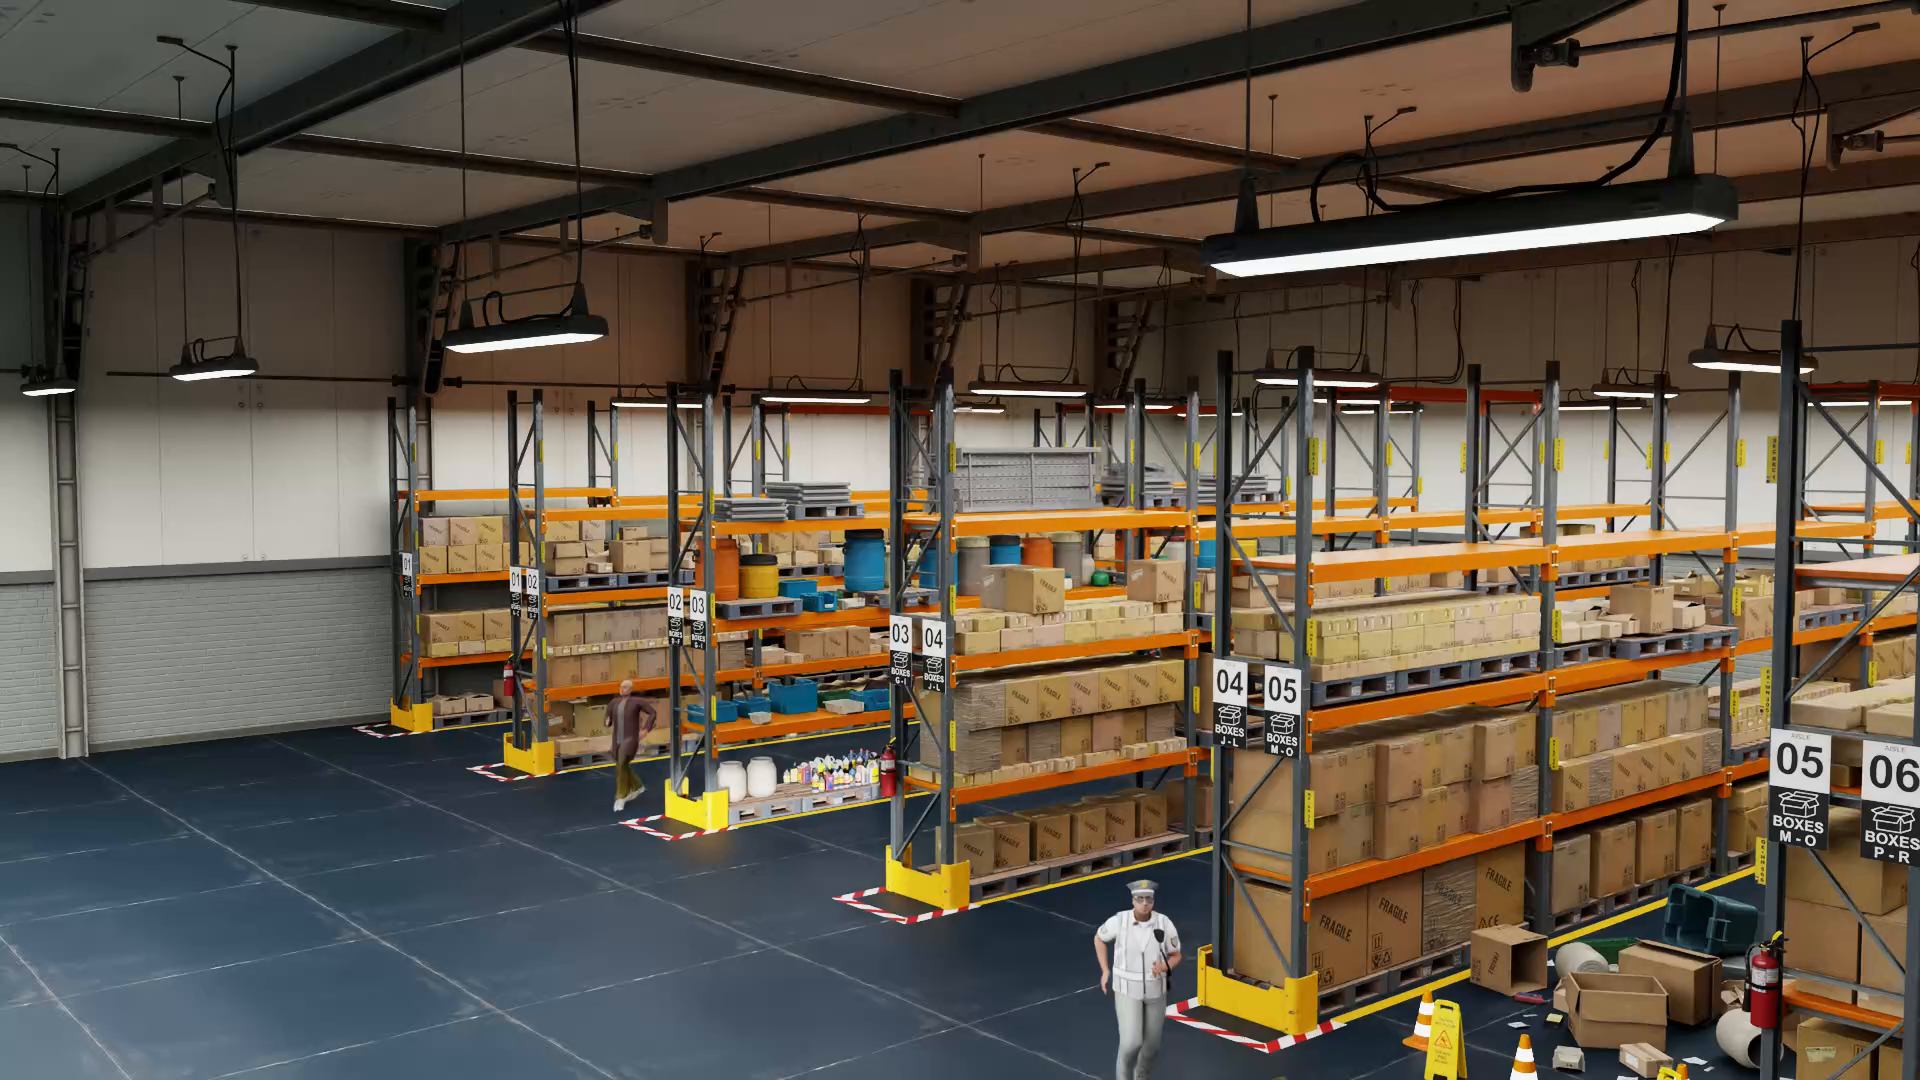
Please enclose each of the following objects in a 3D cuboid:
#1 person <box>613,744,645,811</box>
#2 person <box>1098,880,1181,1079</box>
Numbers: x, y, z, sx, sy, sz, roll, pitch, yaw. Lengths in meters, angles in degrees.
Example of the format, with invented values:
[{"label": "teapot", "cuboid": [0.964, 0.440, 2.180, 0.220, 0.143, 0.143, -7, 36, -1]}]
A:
[{"label": "person", "cuboid": [-4.749, 3.264, 23.714, 0.379, 1.115, 0.800, 1, 4, 24]}, {"label": "person", "cuboid": [1.414, 3.529, 12.973, 0.616, 1.806, 0.638, 0, 3, -6]}]
